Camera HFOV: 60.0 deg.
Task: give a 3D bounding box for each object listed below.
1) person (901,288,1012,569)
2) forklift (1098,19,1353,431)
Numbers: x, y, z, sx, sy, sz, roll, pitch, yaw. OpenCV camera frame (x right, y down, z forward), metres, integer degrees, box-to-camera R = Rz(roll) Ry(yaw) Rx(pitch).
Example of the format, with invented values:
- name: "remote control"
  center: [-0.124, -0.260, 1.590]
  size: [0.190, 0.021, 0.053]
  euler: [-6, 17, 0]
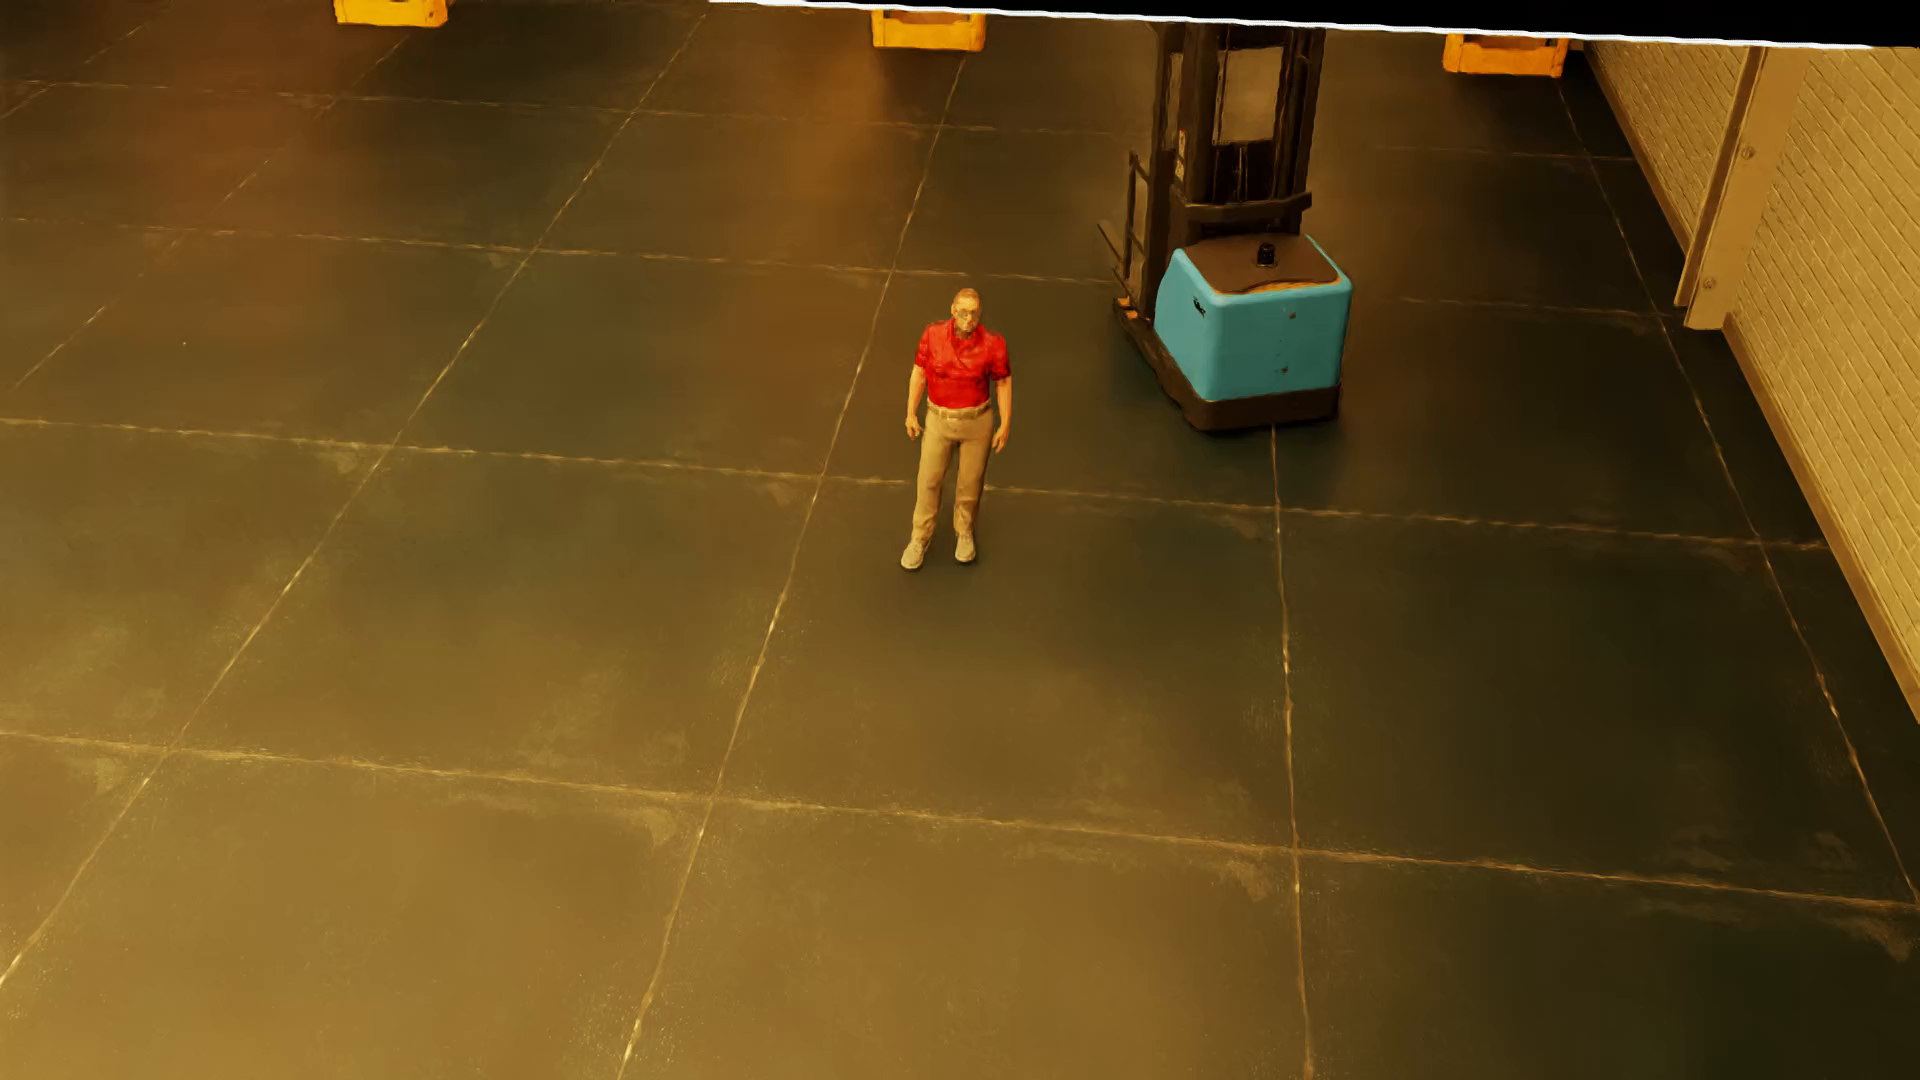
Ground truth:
- name: "person"
  center: [-0.023, -0.650, 9.912]
  size: [0.640, 1.726, 0.550]
  euler: [4, 37, 6]
- name: "forklift"
  center: [1.802, -2.799, 11.826]
  size: [1.130, 2.935, 3.031]
  euler: [-8, 37, -10]
